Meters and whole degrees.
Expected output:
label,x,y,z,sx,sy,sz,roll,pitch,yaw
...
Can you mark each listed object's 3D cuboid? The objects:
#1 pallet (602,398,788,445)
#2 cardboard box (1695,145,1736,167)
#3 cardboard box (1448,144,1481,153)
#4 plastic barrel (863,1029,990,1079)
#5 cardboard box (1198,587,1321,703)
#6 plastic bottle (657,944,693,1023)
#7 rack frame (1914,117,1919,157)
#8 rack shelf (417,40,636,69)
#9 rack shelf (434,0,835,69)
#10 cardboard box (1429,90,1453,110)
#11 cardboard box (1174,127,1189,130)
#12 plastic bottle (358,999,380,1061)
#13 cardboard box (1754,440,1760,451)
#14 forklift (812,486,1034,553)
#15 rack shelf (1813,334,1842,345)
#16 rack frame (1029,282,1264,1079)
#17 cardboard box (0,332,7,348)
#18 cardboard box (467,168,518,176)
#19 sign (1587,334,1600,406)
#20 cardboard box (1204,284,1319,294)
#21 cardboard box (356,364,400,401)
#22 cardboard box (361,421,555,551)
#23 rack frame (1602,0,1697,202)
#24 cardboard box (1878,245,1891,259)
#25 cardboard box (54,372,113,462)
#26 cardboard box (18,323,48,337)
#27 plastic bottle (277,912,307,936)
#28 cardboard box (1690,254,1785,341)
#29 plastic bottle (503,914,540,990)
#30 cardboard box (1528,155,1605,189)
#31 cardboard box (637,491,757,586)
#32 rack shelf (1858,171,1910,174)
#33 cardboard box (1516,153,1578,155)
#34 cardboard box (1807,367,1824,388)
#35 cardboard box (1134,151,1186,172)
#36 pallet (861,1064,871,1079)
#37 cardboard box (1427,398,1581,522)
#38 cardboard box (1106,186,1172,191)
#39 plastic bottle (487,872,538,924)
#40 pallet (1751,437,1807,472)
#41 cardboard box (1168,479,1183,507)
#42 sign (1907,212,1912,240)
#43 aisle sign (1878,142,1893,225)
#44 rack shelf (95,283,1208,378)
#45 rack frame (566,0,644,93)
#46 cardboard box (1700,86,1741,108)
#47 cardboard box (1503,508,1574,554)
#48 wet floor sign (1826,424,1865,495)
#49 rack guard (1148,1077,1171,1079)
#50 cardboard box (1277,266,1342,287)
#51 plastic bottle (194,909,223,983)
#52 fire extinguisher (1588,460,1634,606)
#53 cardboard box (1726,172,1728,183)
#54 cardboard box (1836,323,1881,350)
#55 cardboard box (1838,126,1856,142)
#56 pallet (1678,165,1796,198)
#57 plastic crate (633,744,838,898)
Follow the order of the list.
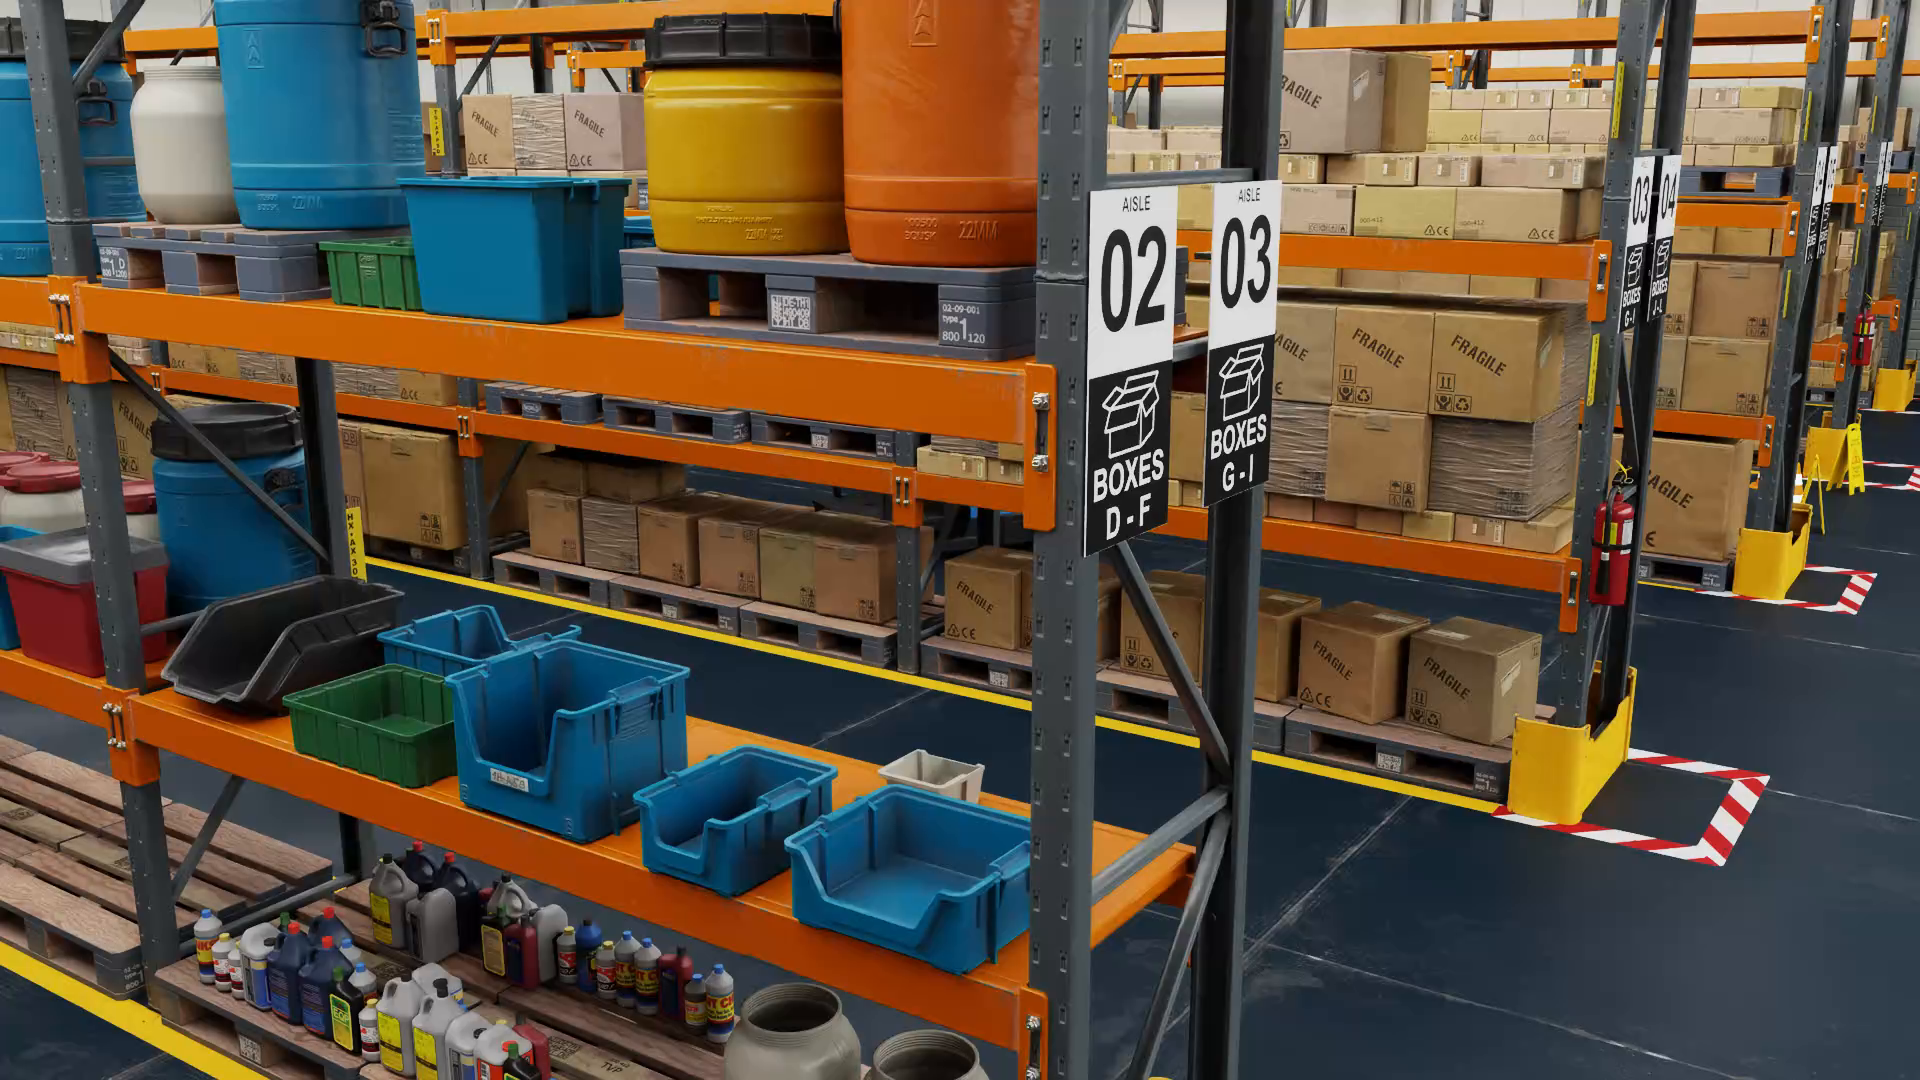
label,x,y,z,sx,sy,sz,roll,pitch,yaw
pallet,-1.718,-0.901,11.619,1.213,0.211,1.003,9,17,33
cardboard box,5.433,-2.751,11.894,0.250,0.149,0.380,9,17,33
cardboard box,3.958,-2.990,12.857,0.250,0.149,0.380,9,17,33
plastic barrel,-0.098,1.740,4.856,0.421,0.512,0.421,0,14,0
cardboard box,1.722,0.583,9.554,0.500,0.500,0.500,11,18,38
plastic bottle,-1.018,1.575,5.956,0.133,0.283,0.061,10,17,34
rack frame,11.553,-6.057,19.563,0.127,3.000,1.000,9,17,33
rack shelf,-5.510,-5.593,19.192,4.000,0.370,1.077,9,17,33
rack shelf,-1.724,-3.352,10.966,4.000,0.370,1.077,9,17,33
cardboard box,3.747,-3.411,12.899,0.250,0.149,0.380,9,17,33
cardboard box,3.387,-6.100,24.843,0.250,0.149,0.380,9,17,33
plastic bottle,-2.012,1.676,5.717,0.097,0.201,0.097,0,14,0
cardboard box,7.945,-1.082,16.798,0.500,0.250,0.500,9,17,33
forklift,-3.336,-0.950,11.561,9.518,2.935,1.550,-7,16,-27
rack shelf,7.126,-2.168,17.430,3.809,0.124,0.919,9,17,33
rack frame,0.490,0.809,4.312,0.127,3.000,1.000,9,17,33
cardboard box,-9.058,-1.951,15.987,0.250,0.149,0.380,9,16,32
cardboard box,-3.136,-2.521,11.834,0.500,0.250,0.500,10,17,34
sign,2.928,-0.786,7.688,0.005,0.325,0.100,9,17,33
cardboard box,1.705,-1.186,9.463,0.500,0.500,0.500,9,17,33
cardboard box,-4.342,-1.385,12.966,0.500,0.500,0.500,9,17,32
cardboard box,-3.945,-0.520,13.231,0.875,0.875,1.225,8,16,30
rack frame,3.255,-3.091,7.581,0.127,3.000,1.000,9,17,33
cardboard box,11.108,-3.499,20.156,0.250,0.149,0.380,9,17,34
cardboard box,-7.953,-1.185,15.917,0.875,0.875,0.875,9,17,33
cardboard box,-8.488,-2.072,15.645,0.500,0.250,0.500,9,16,32
plastic bottle,-2.467,1.524,6.160,0.133,0.283,0.061,9,17,33
cardboard box,5.820,-1.808,12.326,0.550,0.550,0.875,9,17,33
plastic bottle,-1.633,1.520,6.180,0.133,0.283,0.061,9,17,33
cardboard box,2.850,-1.730,7.810,0.250,0.149,0.380,9,17,33
cardboard box,-1.875,-0.019,11.945,0.500,0.500,0.700,11,18,37
rack shelf,9.893,-4.649,21.061,3.809,0.052,0.919,9,17,33
cardboard box,2.994,-1.892,8.465,0.250,0.149,0.380,10,17,34
cardboard box,10.579,-2.082,20.841,0.500,0.250,0.500,9,17,33
cardboard box,1.136,-2.019,8.978,0.250,0.149,0.380,9,16,32
pallet,-0.270,2.052,5.095,1.213,0.211,1.003,9,17,33
cardboard box,2.813,-0.451,8.574,0.500,0.500,0.875,9,17,33
cardboard box,1.014,-1.848,9.116,0.500,0.250,0.500,8,16,31
plastic bottle,-1.706,1.443,6.349,0.185,0.351,0.144,9,17,32
pallet,8.068,-0.927,17.129,1.213,0.211,1.003,9,17,33
cardboard box,1.198,-0.306,9.338,0.250,0.149,0.380,9,17,33
sign,11.238,-3.715,19.687,0.005,0.325,0.100,9,17,33
aisle sign,9.010,-3.470,16.188,0.004,0.787,0.394,9,17,33
rack shelf,-1.169,-0.661,5.098,3.809,0.124,0.919,9,17,33
rack frame,-3.851,-5.675,18.022,0.127,3.000,1.000,9,17,33
cardboard box,5.431,-3.139,11.799,0.250,0.149,0.380,9,17,33
cardboard box,2.903,-0.054,8.320,0.250,0.149,0.380,9,17,33
wet floor sign,8.346,-0.773,15.602,0.267,0.644,0.232,-10,17,-35
rack guard,0.401,2.022,4.616,0.348,0.500,1.175,9,17,33
cardboard box,3.074,-2.231,14.034,0.550,0.550,0.875,9,17,33
plastic bottle,-2.809,1.514,6.229,0.097,0.271,0.097,0,14,0
fire extinguisher,3.092,-0.034,7.878,0.183,0.674,0.296,9,17,33
cardboard box,7.501,-3.621,16.489,0.250,0.149,0.380,9,17,32
cardboard box,10.996,-2.499,20.442,0.500,0.250,0.500,10,17,35
cardboard box,8.340,-3.862,15.803,0.250,0.149,0.380,9,17,33
pallet,5.485,-2.664,12.286,1.213,0.211,1.003,9,17,33
plastic crate,-0.628,0.786,4.717,0.408,0.251,0.499,9,17,33
